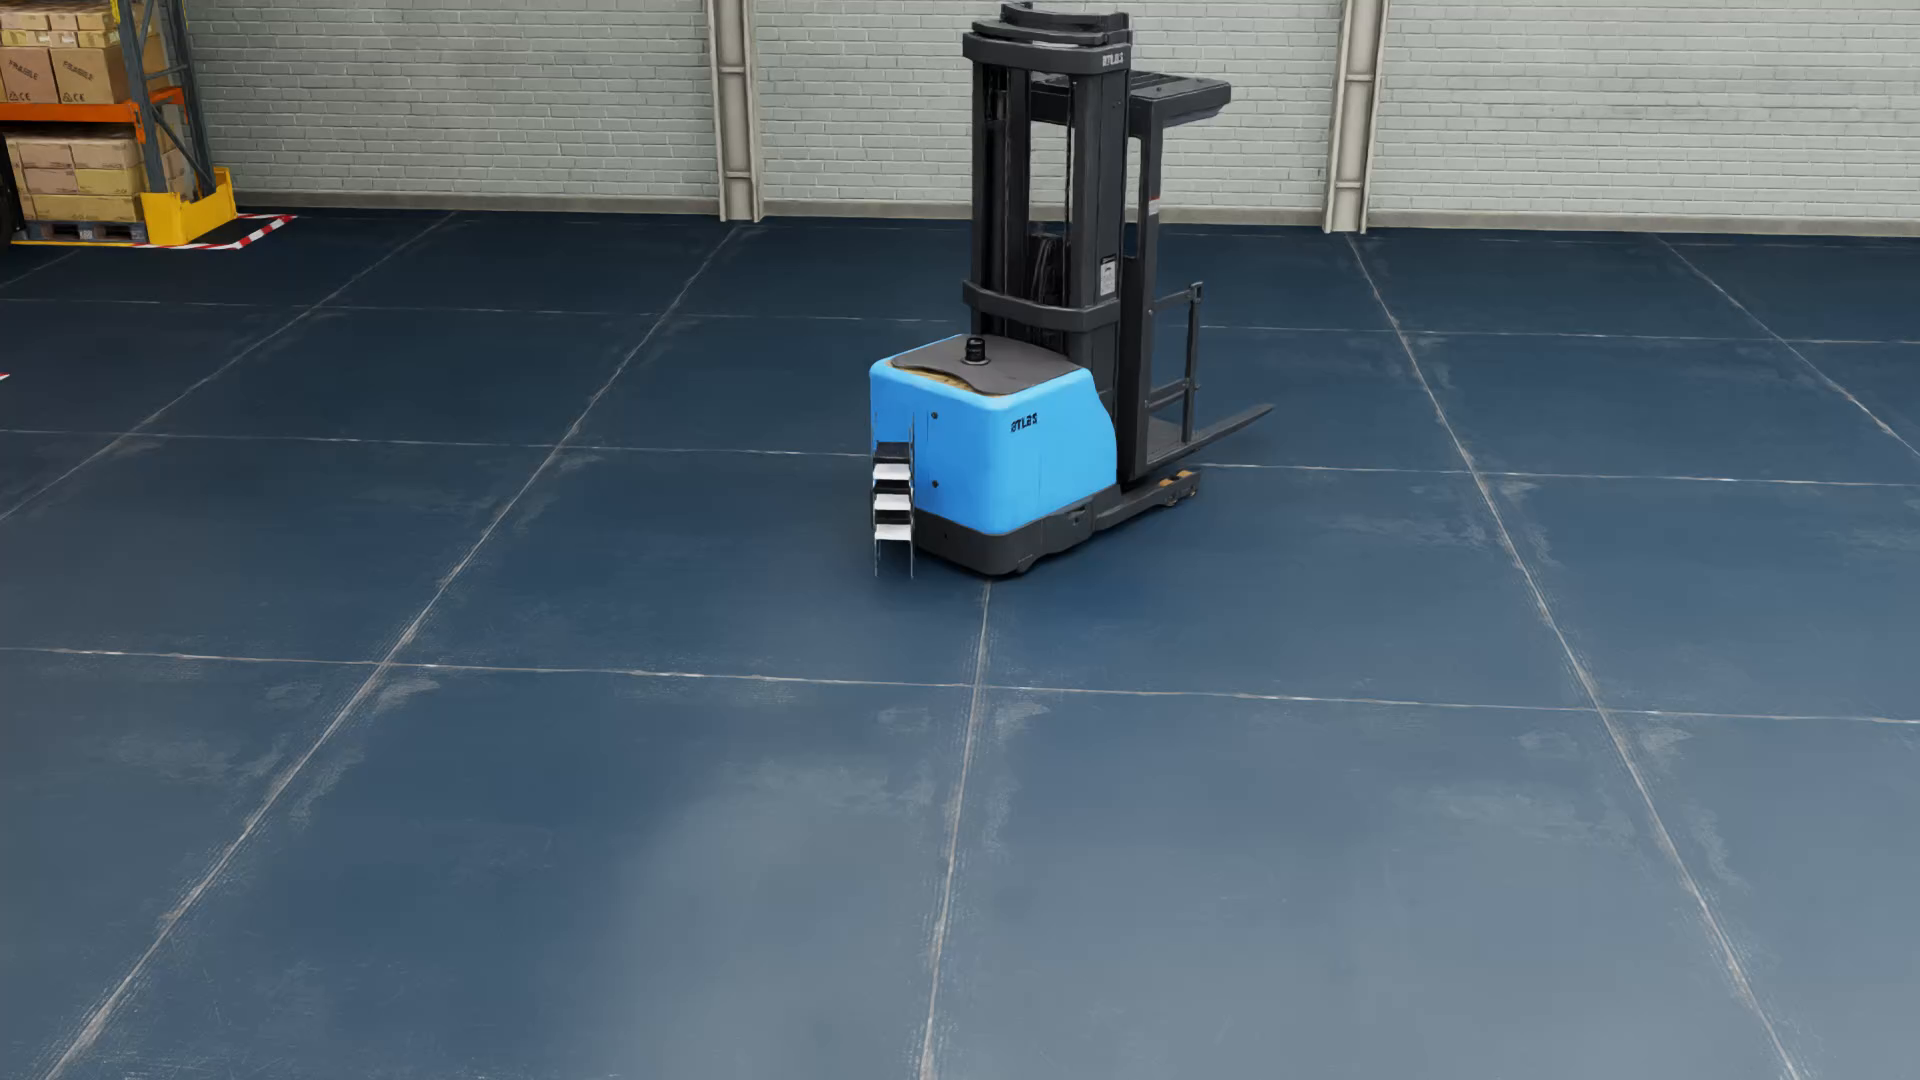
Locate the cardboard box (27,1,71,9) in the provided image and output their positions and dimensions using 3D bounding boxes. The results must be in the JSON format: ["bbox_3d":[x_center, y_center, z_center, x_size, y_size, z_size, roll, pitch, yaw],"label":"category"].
[{"bbox_3d":[-8.645,-5.029,15.839,0.250,0.149,0.380,2,25,4],"label":"cardboard box"}]

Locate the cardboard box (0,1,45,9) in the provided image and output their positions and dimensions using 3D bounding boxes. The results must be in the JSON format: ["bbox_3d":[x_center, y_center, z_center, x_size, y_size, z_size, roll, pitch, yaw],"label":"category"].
[{"bbox_3d":[-8.910,-5.027,15.834,0.250,0.149,0.380,3,25,6],"label":"cardboard box"}]

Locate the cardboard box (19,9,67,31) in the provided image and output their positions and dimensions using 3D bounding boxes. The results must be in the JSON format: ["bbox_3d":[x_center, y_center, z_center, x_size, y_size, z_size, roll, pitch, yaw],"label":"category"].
[{"bbox_3d":[-8.443,-4.805,15.354,0.250,0.149,0.380,2,25,5],"label":"cardboard box"}]

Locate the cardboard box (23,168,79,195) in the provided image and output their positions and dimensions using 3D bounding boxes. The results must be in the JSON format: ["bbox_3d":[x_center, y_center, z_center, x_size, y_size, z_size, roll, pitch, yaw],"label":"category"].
[{"bbox_3d":[-8.567,-3.489,15.933,0.500,0.250,0.500,2,25,3],"label":"cardboard box"}]

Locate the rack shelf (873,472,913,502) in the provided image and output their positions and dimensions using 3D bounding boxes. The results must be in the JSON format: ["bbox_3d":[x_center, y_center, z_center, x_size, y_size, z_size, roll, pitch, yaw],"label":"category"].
[{"bbox_3d":[-0.365,-0.299,9.187,0.200,0.077,0.258,1,25,3],"label":"rack shelf"}]

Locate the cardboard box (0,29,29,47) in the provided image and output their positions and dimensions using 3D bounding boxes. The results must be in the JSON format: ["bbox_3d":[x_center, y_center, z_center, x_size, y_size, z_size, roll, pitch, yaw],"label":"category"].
[{"bbox_3d":[-8.683,-4.691,15.461,0.250,0.149,0.380,2,25,4],"label":"cardboard box"}]

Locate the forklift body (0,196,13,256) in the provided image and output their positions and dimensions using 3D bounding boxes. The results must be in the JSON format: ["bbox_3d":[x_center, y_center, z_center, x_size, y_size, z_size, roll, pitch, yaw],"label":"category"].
[{"bbox_3d":[-9.589,-3.329,14.412,1.214,2.155,2.313,2,25,4],"label":"forklift body"}]

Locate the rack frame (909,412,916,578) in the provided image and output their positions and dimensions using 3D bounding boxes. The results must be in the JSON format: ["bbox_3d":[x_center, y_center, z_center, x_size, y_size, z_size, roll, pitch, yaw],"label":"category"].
[{"bbox_3d":[-0.264,-0.245,9.205,0.006,0.900,0.240,1,25,3],"label":"rack frame"}]

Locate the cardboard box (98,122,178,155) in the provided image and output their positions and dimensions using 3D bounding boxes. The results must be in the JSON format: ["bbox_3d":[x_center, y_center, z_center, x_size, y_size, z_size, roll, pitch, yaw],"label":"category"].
[{"bbox_3d":[-8.023,-3.905,16.238,0.500,0.250,0.500,1,25,3],"label":"cardboard box"}]

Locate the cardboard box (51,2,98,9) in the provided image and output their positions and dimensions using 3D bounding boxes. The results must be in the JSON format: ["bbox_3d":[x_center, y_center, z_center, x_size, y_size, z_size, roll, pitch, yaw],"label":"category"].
[{"bbox_3d":[-8.400,-5.015,15.808,0.250,0.149,0.380,2,25,5],"label":"cardboard box"}]

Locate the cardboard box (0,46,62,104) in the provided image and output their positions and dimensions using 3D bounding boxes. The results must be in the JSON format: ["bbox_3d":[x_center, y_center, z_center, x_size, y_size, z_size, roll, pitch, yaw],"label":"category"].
[{"bbox_3d":[-8.586,-4.387,15.576,0.500,0.500,0.500,3,25,6],"label":"cardboard box"}]

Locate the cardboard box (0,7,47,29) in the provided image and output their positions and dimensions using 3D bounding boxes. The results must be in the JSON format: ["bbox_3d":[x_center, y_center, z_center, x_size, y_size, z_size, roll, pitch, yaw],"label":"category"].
[{"bbox_3d":[-8.686,-4.844,15.438,0.250,0.149,0.380,2,25,4],"label":"cardboard box"}]

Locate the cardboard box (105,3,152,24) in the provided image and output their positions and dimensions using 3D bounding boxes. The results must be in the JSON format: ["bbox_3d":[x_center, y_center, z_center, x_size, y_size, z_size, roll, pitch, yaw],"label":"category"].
[{"bbox_3d":[-7.877,-4.990,15.754,0.250,0.149,0.380,1,25,3],"label":"cardboard box"}]

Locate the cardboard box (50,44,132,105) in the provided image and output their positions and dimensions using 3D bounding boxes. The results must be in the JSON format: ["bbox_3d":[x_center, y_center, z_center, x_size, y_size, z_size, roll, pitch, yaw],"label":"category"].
[{"bbox_3d":[-8.069,-4.366,15.531,0.500,0.500,0.500,1,25,3],"label":"cardboard box"}]

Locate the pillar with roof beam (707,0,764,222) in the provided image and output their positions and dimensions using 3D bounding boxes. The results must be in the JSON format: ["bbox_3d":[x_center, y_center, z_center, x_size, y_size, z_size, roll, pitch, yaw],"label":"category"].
[{"bbox_3d":[-2.531,-5.552,11.050,0.400,9.000,9.100,2,25,4],"label":"pillar with roof beam"}]

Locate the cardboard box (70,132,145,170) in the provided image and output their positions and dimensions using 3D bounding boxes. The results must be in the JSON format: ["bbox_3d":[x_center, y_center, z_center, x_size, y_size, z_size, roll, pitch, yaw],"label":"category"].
[{"bbox_3d":[-8.042,-3.695,15.783,0.500,0.250,0.500,3,25,6],"label":"cardboard box"}]

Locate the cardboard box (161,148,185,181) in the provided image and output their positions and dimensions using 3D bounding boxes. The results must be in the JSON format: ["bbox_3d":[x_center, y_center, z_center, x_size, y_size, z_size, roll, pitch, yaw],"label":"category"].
[{"bbox_3d":[-8.011,-3.685,16.359,0.500,0.250,0.500,2,25,5],"label":"cardboard box"}]

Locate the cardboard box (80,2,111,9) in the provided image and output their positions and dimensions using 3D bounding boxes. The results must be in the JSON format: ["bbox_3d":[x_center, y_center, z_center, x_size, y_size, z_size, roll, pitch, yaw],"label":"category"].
[{"bbox_3d":[-8.137,-5.024,15.829,0.250,0.149,0.380,3,25,6],"label":"cardboard box"}]

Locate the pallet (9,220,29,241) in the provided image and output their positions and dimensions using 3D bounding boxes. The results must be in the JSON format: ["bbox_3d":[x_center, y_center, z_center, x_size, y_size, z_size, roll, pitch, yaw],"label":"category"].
[{"bbox_3d":[-9.537,-3.195,16.441,1.213,0.211,1.003,2,25,4],"label":"pallet"}]

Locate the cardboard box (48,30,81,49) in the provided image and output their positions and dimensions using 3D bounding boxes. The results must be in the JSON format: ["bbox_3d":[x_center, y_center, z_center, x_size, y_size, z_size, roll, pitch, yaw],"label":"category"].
[{"bbox_3d":[-8.183,-4.645,15.360,0.250,0.149,0.380,2,25,5],"label":"cardboard box"}]

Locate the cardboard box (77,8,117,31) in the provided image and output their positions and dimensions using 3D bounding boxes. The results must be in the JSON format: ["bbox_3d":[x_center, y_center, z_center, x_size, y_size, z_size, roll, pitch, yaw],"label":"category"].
[{"bbox_3d":[-7.932,-4.813,15.371,0.250,0.149,0.380,2,25,4],"label":"cardboard box"}]

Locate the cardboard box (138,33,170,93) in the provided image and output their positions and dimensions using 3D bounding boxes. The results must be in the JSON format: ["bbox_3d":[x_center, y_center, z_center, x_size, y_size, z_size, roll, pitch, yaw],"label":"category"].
[{"bbox_3d":[-8.031,-4.592,16.021,0.500,0.500,0.500,3,25,6],"label":"cardboard box"}]

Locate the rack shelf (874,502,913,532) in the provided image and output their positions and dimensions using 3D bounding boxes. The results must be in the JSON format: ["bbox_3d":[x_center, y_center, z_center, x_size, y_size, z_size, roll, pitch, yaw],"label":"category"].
[{"bbox_3d":[-0.365,-0.135,9.262,0.200,0.077,0.258,1,25,3],"label":"rack shelf"}]

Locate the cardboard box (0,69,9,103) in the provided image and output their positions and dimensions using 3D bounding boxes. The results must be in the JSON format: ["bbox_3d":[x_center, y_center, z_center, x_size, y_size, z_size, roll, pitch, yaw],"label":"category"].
[{"bbox_3d":[-9.097,-4.403,15.611,0.500,0.500,0.500,1,25,3],"label":"cardboard box"}]

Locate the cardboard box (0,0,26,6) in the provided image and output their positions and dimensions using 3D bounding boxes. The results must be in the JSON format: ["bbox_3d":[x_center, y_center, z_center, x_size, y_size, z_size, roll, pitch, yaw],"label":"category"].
[{"bbox_3d":[-9.164,-5.076,15.942,0.250,0.149,0.380,1,25,3],"label":"cardboard box"}]

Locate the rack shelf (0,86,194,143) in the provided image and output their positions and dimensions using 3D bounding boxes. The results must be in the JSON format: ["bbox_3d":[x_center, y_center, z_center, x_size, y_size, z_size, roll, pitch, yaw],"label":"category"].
[{"bbox_3d":[-9.553,-4.152,16.045,4.000,0.370,1.077,2,25,4],"label":"rack shelf"}]

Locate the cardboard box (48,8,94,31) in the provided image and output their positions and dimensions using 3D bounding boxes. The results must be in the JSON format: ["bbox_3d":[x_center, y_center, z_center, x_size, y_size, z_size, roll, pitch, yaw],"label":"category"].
[{"bbox_3d":[-8.180,-4.808,15.360,0.250,0.149,0.380,2,25,4],"label":"cardboard box"}]

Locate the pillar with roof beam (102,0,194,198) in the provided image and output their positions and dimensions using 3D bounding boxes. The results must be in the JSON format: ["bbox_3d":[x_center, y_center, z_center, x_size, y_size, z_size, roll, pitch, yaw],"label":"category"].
[{"bbox_3d":[-8.513,-5.744,11.467,0.400,9.000,9.100,2,25,4],"label":"pillar with roof beam"}]

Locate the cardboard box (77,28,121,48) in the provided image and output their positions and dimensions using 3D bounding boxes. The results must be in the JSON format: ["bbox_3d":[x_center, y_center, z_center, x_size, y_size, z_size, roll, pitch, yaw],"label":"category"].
[{"bbox_3d":[-7.926,-4.649,15.369,0.250,0.149,0.380,2,25,5],"label":"cardboard box"}]

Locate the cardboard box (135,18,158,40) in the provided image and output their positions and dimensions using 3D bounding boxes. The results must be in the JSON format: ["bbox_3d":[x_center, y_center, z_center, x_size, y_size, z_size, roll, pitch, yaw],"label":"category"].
[{"bbox_3d":[-7.877,-4.874,15.858,0.250,0.149,0.380,1,25,3],"label":"cardboard box"}]

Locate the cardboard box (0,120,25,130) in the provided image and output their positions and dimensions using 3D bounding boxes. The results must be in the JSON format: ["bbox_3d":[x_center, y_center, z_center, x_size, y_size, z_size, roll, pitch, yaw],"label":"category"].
[{"bbox_3d":[-9.530,-3.959,16.356,0.500,0.250,0.500,1,25,3],"label":"cardboard box"}]

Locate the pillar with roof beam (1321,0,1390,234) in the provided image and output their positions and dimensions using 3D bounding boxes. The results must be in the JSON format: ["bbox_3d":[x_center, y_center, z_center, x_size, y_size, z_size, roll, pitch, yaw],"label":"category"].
[{"bbox_3d":[3.451,-5.360,10.632,0.400,9.000,9.100,2,25,4],"label":"pillar with roof beam"}]

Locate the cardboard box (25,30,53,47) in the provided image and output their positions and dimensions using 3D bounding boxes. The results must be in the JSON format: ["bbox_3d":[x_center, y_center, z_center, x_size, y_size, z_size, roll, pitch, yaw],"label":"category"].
[{"bbox_3d":[-8.437,-4.679,15.434,0.250,0.149,0.380,2,25,5],"label":"cardboard box"}]

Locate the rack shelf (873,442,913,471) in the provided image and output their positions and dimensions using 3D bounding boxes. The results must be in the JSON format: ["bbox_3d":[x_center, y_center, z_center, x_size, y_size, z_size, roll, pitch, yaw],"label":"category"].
[{"bbox_3d":[-0.365,-0.462,9.112,0.200,0.077,0.258,1,25,3],"label":"rack shelf"}]

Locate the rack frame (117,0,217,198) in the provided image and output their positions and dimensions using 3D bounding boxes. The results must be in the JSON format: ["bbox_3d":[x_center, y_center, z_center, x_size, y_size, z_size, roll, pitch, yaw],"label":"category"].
[{"bbox_3d":[-7.559,-4.415,15.756,0.127,3.000,1.000,2,25,4],"label":"rack frame"}]

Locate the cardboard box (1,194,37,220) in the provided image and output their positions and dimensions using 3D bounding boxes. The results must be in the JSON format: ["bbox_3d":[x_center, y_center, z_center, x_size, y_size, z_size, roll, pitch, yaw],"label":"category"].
[{"bbox_3d":[-9.044,-3.279,16.075,0.500,0.250,0.500,2,25,5],"label":"cardboard box"}]

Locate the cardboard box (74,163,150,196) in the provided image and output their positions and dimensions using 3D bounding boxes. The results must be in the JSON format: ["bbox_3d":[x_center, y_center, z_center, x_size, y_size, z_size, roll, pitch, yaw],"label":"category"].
[{"bbox_3d":[-8.068,-3.469,15.889,0.500,0.250,0.500,2,25,3],"label":"cardboard box"}]

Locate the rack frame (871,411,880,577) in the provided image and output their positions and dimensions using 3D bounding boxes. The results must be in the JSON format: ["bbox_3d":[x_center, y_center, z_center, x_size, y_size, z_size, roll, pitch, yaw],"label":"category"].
[{"bbox_3d":[-0.467,-0.250,9.216,0.006,0.900,0.240,1,25,3],"label":"rack frame"}]

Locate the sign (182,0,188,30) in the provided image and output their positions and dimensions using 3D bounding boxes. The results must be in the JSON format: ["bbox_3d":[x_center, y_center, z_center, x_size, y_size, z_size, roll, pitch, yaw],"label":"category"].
[{"bbox_3d":[-7.510,-5.075,16.060,0.005,0.325,0.100,2,25,4],"label":"sign"}]

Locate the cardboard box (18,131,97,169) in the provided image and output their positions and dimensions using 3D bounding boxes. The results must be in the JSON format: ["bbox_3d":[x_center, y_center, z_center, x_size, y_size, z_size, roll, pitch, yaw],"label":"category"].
[{"bbox_3d":[-8.551,-3.709,15.813,0.500,0.250,0.500,2,25,5],"label":"cardboard box"}]

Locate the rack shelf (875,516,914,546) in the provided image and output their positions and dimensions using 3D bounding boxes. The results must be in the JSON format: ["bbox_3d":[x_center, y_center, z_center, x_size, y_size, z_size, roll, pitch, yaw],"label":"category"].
[{"bbox_3d":[-0.365,-0.053,9.300,0.200,0.077,0.258,1,25,3],"label":"rack shelf"}]

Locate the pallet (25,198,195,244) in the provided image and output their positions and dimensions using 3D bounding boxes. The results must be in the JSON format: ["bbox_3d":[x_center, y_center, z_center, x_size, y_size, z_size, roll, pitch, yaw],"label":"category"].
[{"bbox_3d":[-8.324,-3.155,16.354,1.213,0.211,1.003,2,25,4],"label":"pallet"}]

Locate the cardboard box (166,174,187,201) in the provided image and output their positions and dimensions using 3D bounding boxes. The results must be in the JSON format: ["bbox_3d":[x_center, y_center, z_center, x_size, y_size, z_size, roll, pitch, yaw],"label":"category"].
[{"bbox_3d":[-8.033,-3.453,16.454,0.500,0.250,0.500,2,25,4],"label":"cardboard box"}]

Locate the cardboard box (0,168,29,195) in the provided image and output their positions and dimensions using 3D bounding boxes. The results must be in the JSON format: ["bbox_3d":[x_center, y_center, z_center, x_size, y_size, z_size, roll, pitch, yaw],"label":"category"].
[{"bbox_3d":[-9.083,-3.497,15.950,0.500,0.250,0.500,1,25,3],"label":"cardboard box"}]

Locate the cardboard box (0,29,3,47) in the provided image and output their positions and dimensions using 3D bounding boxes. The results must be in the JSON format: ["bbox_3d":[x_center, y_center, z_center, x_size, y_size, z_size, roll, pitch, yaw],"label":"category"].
[{"bbox_3d":[-8.953,-4.680,15.437,0.250,0.149,0.380,1,25,2],"label":"cardboard box"}]

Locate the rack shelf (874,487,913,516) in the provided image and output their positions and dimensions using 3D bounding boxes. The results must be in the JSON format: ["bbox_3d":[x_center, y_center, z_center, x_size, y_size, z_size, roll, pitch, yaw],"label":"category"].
[{"bbox_3d":[-0.365,-0.217,9.225,0.200,0.077,0.258,1,25,3],"label":"rack shelf"}]

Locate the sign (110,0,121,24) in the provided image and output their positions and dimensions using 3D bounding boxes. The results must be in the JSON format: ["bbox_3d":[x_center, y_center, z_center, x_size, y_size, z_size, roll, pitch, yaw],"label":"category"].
[{"bbox_3d":[-7.614,-4.822,14.974,0.005,0.325,0.100,2,25,4],"label":"sign"}]

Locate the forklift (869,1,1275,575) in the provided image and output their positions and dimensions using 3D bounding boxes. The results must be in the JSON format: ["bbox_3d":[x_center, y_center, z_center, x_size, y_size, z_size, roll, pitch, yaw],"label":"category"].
[{"bbox_3d":[0.847,-1.666,9.865,1.130,2.935,3.031,21,32,38],"label":"forklift"}]

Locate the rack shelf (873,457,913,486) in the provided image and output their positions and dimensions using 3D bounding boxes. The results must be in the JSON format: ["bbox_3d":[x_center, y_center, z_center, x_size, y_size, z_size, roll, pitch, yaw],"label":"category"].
[{"bbox_3d":[-0.365,-0.380,9.149,0.200,0.077,0.258,1,25,3],"label":"rack shelf"}]

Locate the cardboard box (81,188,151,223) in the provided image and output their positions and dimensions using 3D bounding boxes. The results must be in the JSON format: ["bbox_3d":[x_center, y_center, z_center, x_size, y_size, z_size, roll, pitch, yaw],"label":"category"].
[{"bbox_3d":[-8.051,-3.240,15.989,0.500,0.250,0.500,2,25,4],"label":"cardboard box"}]

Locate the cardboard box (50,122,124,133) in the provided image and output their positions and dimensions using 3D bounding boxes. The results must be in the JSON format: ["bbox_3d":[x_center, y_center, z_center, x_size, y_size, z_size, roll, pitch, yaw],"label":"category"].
[{"bbox_3d":[-8.522,-3.919,16.270,0.500,0.250,0.500,2,25,4],"label":"cardboard box"}]

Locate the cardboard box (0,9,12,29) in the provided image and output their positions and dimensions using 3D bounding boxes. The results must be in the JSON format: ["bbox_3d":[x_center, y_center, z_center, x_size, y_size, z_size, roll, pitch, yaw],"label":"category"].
[{"bbox_3d":[-8.954,-4.807,15.356,0.250,0.149,0.380,2,25,5],"label":"cardboard box"}]

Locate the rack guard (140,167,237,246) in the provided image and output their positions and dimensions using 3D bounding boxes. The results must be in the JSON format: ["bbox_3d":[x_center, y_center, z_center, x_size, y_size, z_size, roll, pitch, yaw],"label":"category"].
[{"bbox_3d":[-7.535,-3.278,16.276,0.348,0.500,1.175,2,25,4],"label":"rack guard"}]

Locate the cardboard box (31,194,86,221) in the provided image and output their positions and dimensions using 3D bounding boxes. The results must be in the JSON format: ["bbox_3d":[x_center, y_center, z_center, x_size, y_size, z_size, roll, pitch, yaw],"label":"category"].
[{"bbox_3d":[-8.546,-3.259,16.032,0.500,0.250,0.500,2,25,4],"label":"cardboard box"}]

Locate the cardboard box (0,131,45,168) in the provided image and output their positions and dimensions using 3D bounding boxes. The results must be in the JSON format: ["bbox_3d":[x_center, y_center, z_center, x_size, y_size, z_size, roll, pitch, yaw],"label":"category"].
[{"bbox_3d":[-9.055,-3.721,15.839,0.500,0.250,0.500,2,25,5],"label":"cardboard box"}]

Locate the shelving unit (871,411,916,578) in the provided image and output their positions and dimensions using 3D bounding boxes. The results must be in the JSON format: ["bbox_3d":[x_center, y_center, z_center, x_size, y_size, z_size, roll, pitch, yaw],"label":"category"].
[{"bbox_3d":[-0.365,-0.247,9.211,0.210,0.900,0.258,1,25,3],"label":"shelving unit"}]

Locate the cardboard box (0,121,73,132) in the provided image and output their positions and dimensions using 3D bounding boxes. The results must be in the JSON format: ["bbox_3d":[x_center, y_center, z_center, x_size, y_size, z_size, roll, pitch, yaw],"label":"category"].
[{"bbox_3d":[-9.020,-3.940,16.314,0.500,0.250,0.500,2,25,4],"label":"cardboard box"}]
